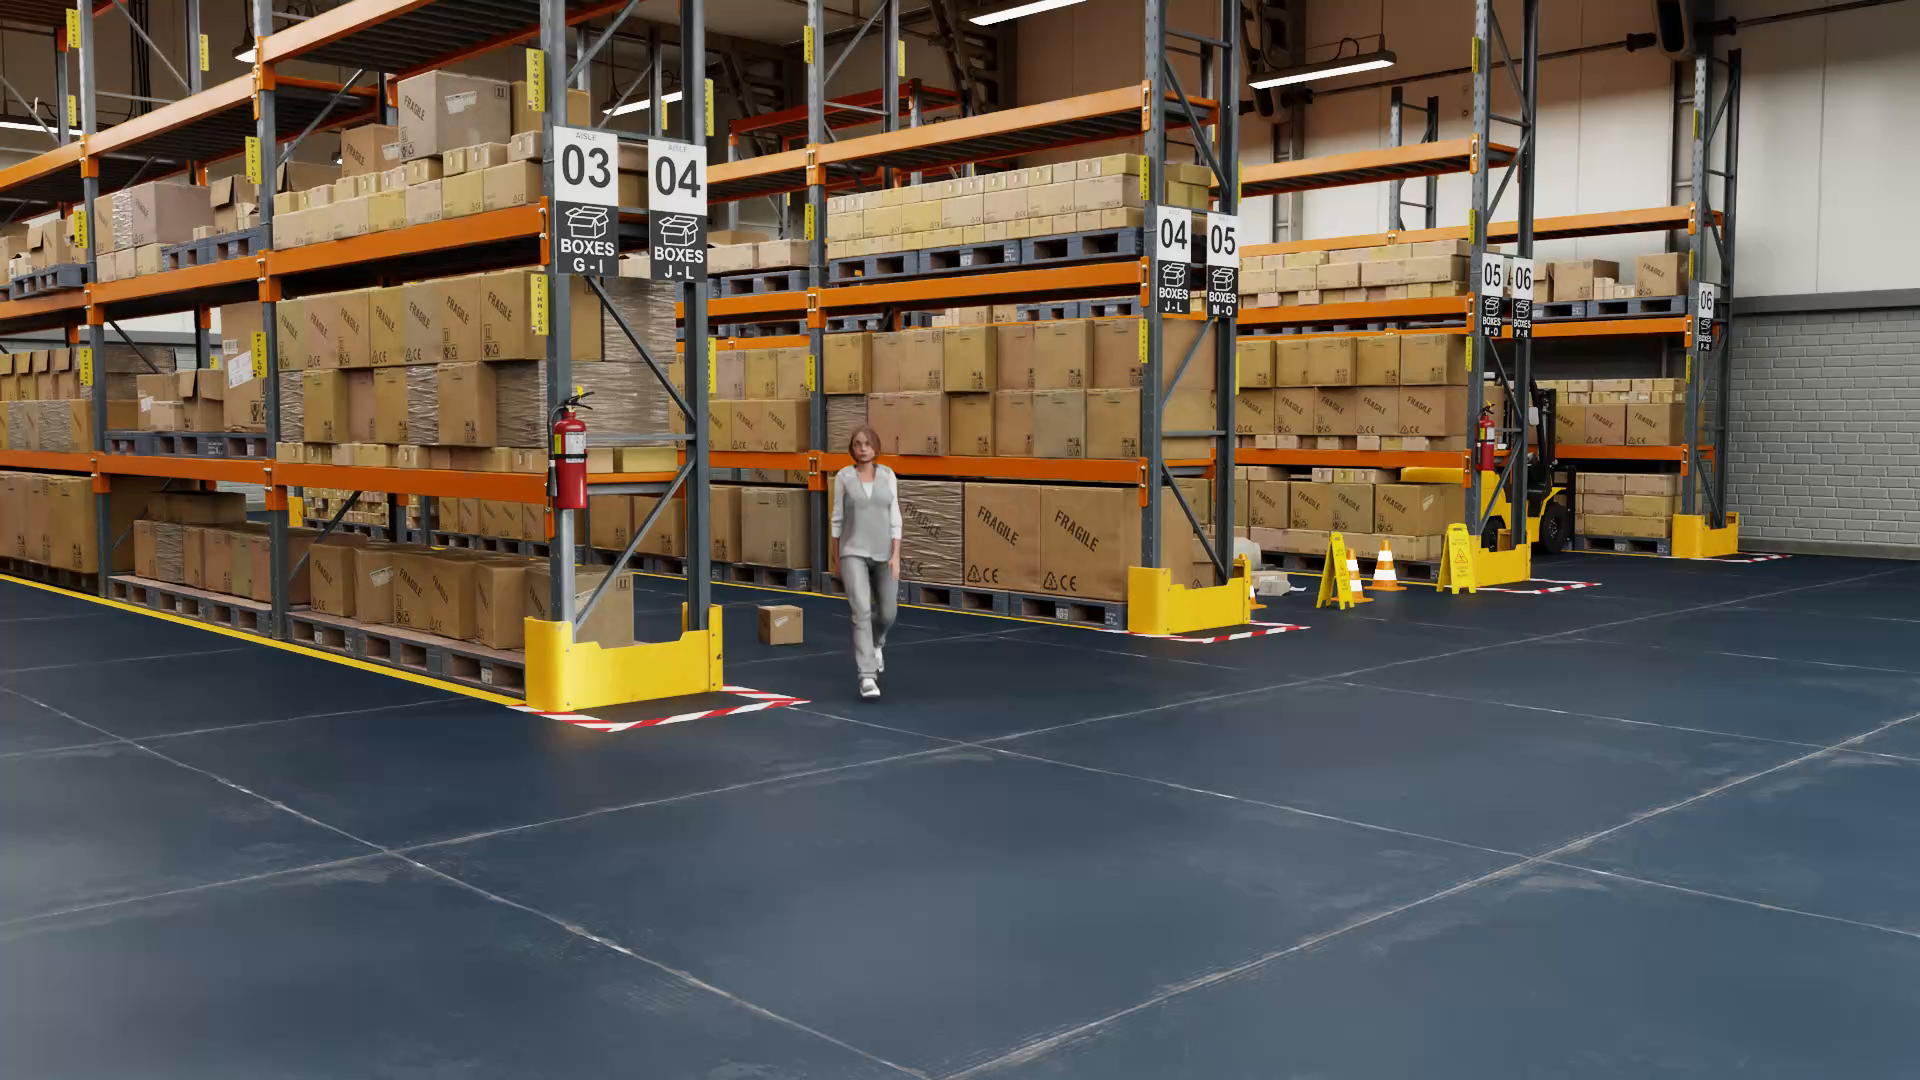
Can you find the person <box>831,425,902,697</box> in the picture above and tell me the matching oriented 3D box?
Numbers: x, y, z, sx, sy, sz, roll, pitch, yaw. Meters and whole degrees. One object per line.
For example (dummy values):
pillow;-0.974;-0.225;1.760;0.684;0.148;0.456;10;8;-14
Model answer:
person;-0.552;0.107;9.796;0.399;1.533;0.869;-1;4;-14
